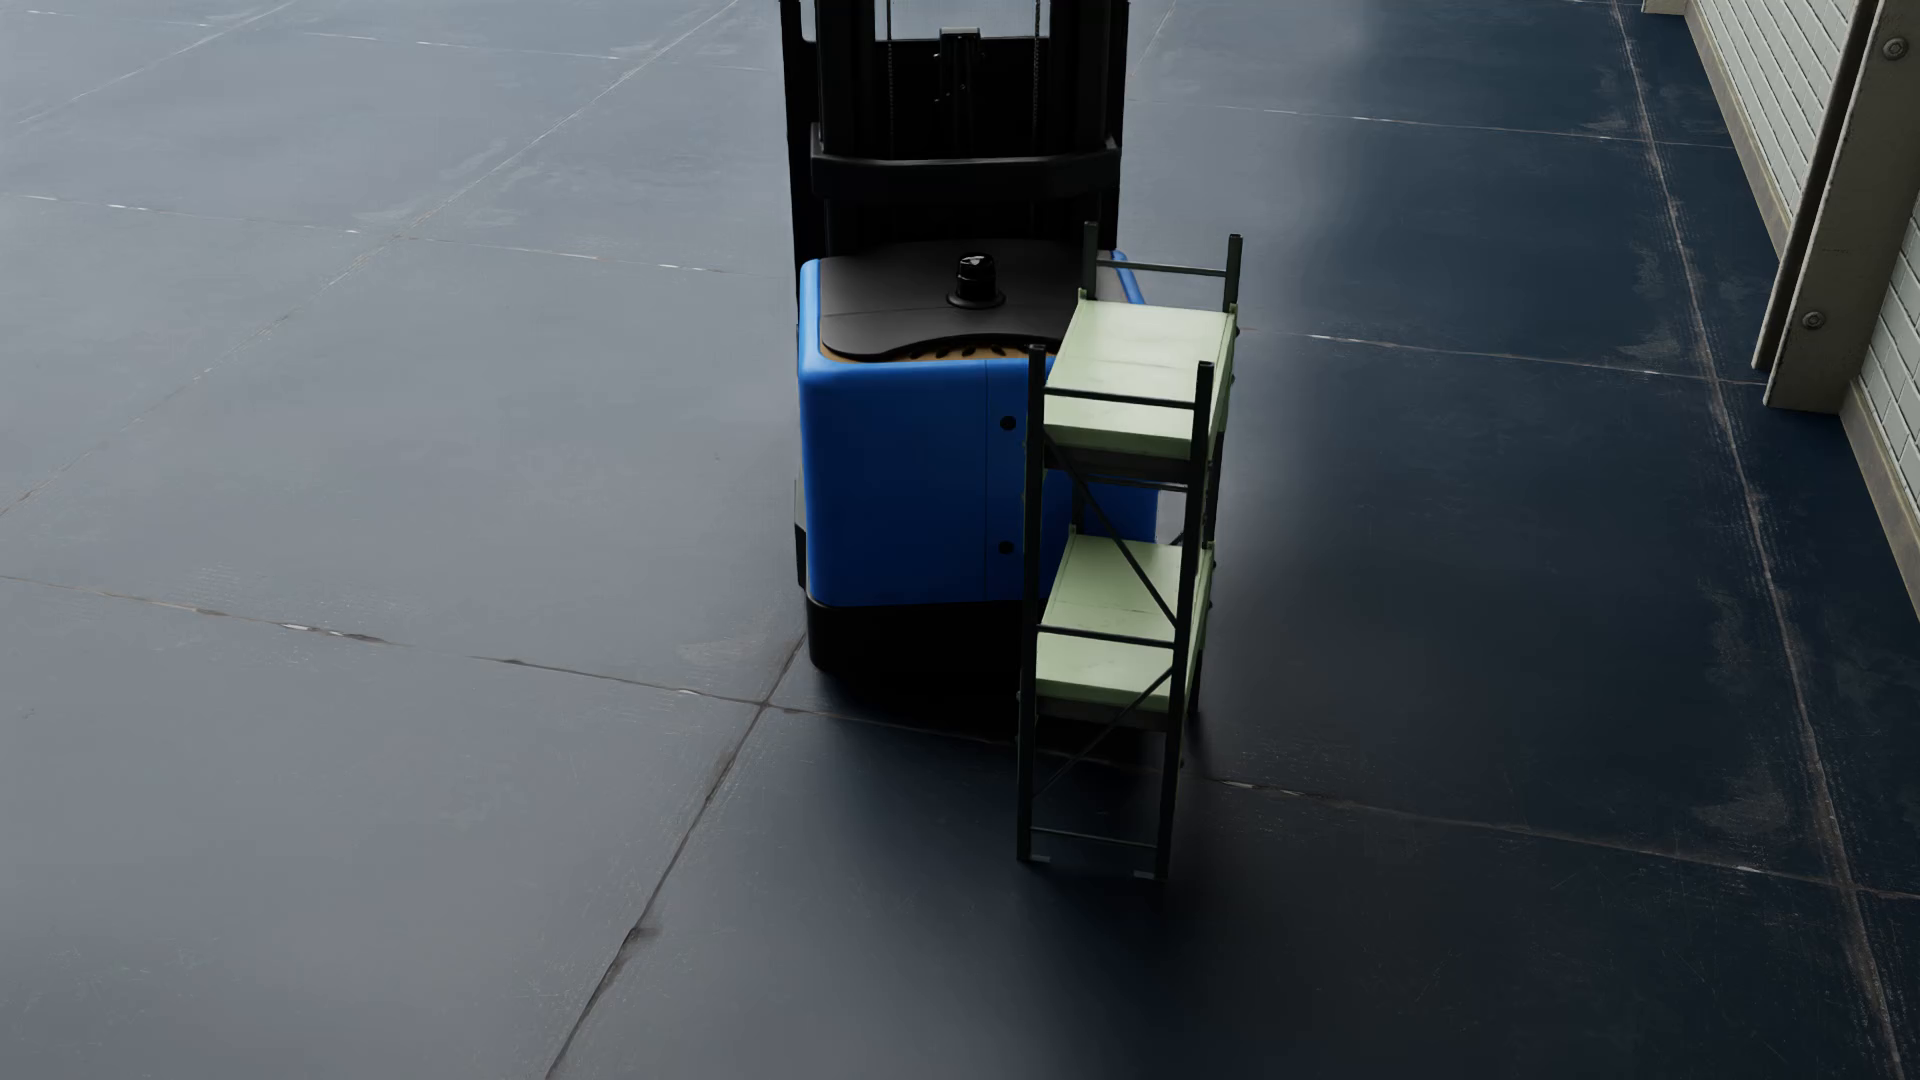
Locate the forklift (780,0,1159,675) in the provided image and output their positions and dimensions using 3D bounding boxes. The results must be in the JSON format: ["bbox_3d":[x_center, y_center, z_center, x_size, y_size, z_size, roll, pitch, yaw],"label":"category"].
[{"bbox_3d":[-0.035,-1.597,5.530,1.130,2.935,3.031,-2,33,-4],"label":"forklift"}]

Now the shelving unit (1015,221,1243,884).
[{"bbox_3d":[0.429,0.043,4.284,0.431,1.500,0.755,7,33,11],"label":"shelving unit"}]

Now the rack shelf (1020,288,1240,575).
[{"bbox_3d":[0.429,-0.286,4.075,0.431,0.370,0.720,7,33,11],"label":"rack shelf"}]

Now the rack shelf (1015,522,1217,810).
[{"bbox_3d":[0.429,0.318,4.459,0.431,0.370,0.720,7,33,11],"label":"rack shelf"}]

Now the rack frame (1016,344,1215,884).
[{"bbox_3d":[0.347,0.235,3.983,0.400,1.500,0.023,7,33,11],"label":"rack frame"}]

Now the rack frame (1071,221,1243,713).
[{"bbox_3d":[0.511,-0.148,4.585,0.400,1.500,0.023,7,33,11],"label":"rack frame"}]

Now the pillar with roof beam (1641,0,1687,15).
[{"bbox_3d":[0.745,-8.110,10.119,9.100,9.000,0.400,8,33,12],"label":"pillar with roof beam"}]

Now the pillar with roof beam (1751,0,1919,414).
[{"bbox_3d":[-0.778,-4.996,5.221,9.100,9.000,0.400,8,33,12],"label":"pillar with roof beam"}]
